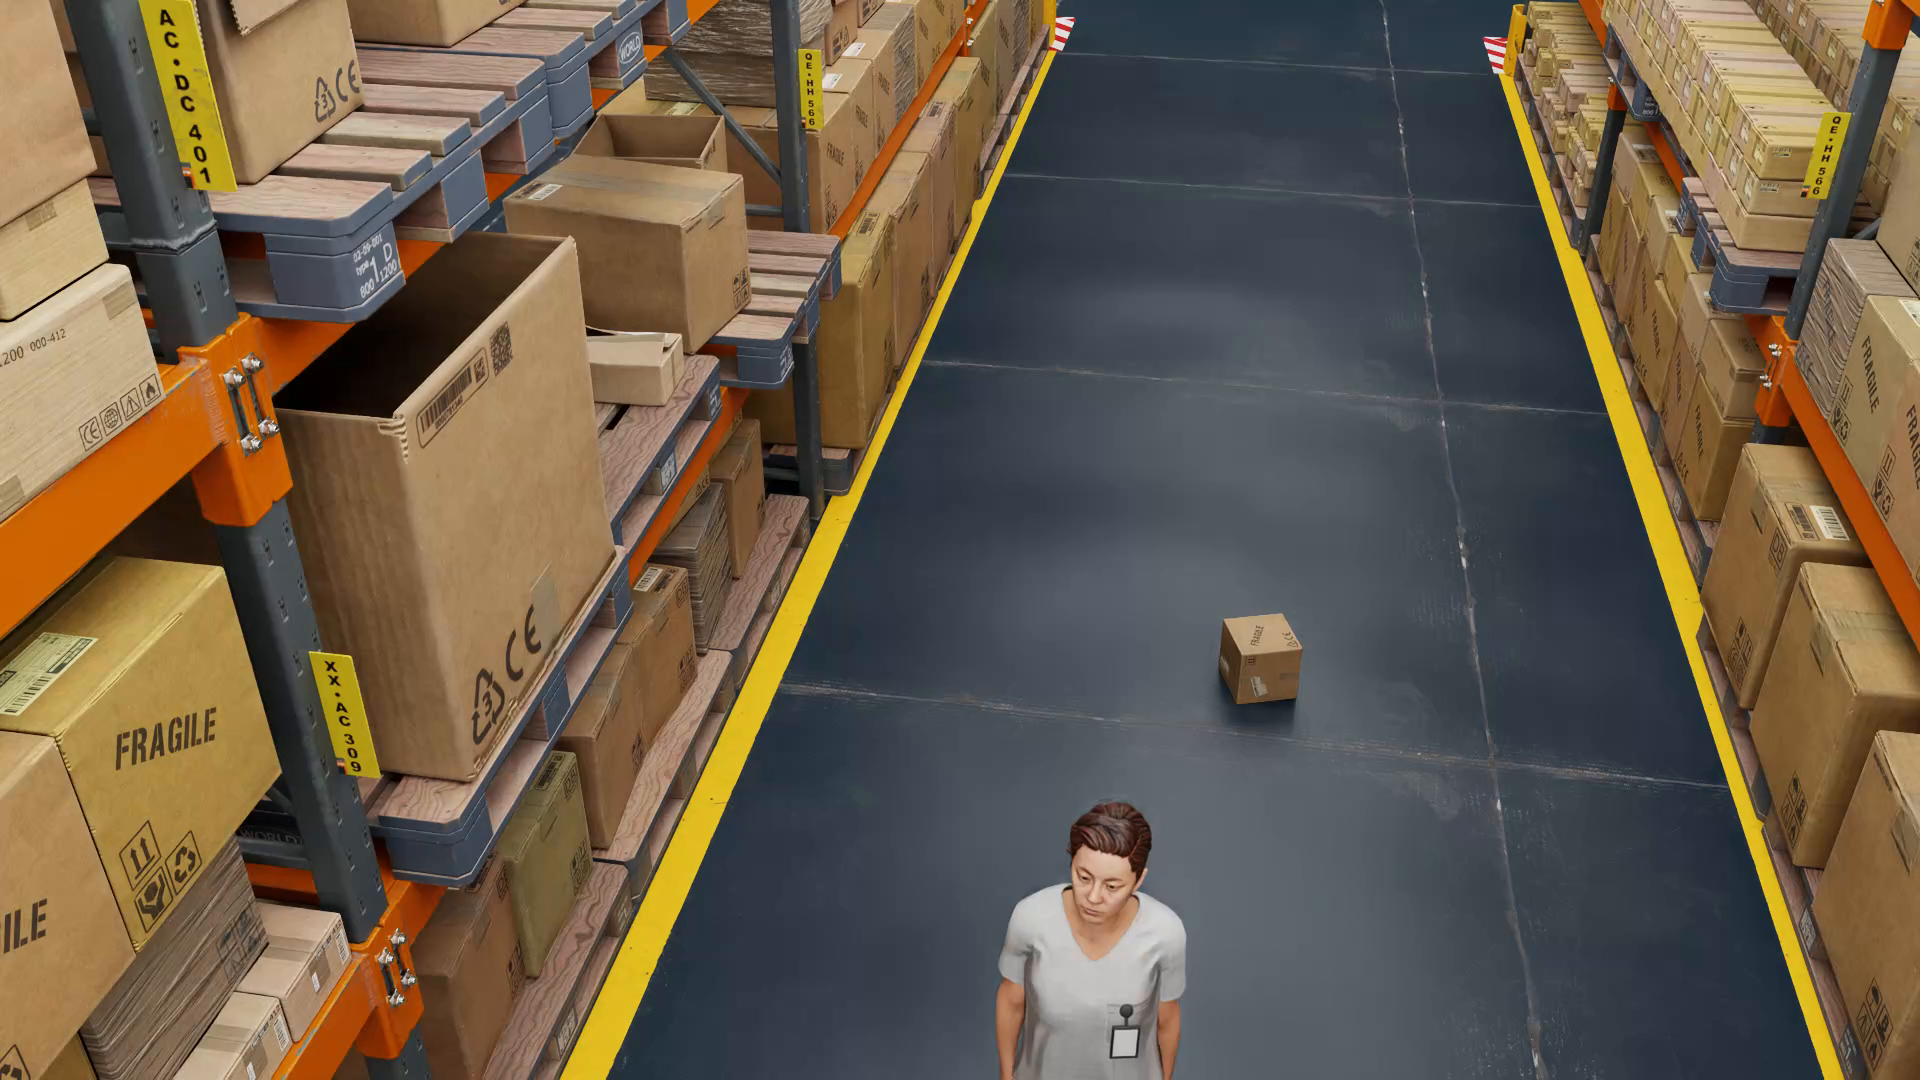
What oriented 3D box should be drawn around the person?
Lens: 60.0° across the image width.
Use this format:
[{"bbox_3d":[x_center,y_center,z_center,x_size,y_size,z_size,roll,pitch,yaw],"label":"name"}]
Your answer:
[{"bbox_3d":[0.307,1.300,4.072,0.443,1.653,0.647,5,33,8],"label":"person"}]
